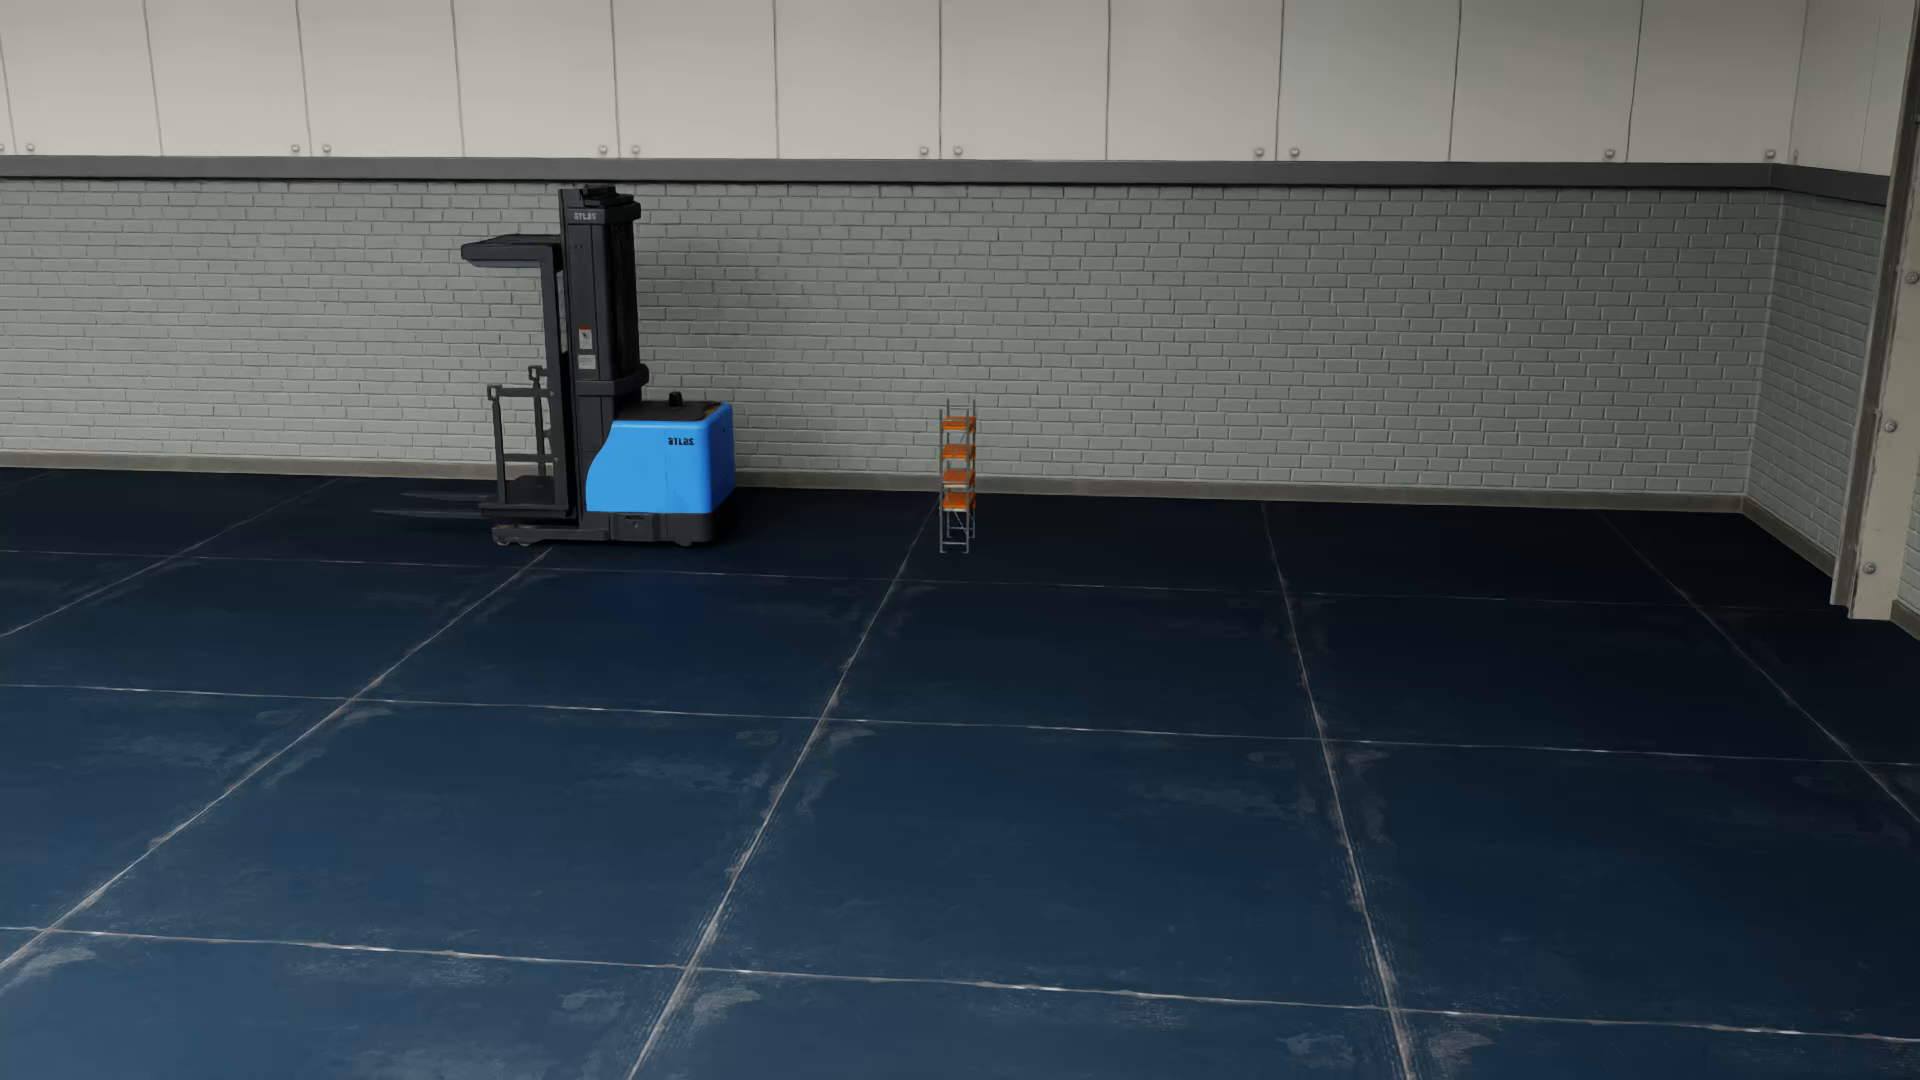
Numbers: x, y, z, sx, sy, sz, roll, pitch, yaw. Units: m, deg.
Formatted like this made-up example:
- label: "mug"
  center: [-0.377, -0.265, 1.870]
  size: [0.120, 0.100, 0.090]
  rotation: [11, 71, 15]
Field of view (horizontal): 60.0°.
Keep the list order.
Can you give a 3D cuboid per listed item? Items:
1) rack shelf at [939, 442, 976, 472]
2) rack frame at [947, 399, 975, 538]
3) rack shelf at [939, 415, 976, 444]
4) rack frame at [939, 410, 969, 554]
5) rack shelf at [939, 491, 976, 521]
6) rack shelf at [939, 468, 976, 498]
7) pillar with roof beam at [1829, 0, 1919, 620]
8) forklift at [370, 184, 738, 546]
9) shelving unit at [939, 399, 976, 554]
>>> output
- label: "rack shelf"
  center: [-0.019, -0.687, 13.806]
  size: [0.258, 0.148, 0.480]
  rotation: [2, 15, 6]
- label: "rack frame"
  center: [0.009, -0.600, 14.081]
  size: [0.240, 1.200, 0.015]
  rotation: [2, 15, 6]
- label: "rack shelf"
  center: [-0.019, -0.916, 13.744]
  size: [0.258, 0.148, 0.480]
  rotation: [2, 15, 6]
- label: "rack frame"
  center: [-0.046, -0.473, 13.613]
  size: [0.240, 1.200, 0.015]
  rotation: [2, 15, 6]
- label: "rack shelf"
  center: [-0.019, -0.280, 13.916]
  size: [0.258, 0.148, 0.480]
  rotation: [2, 15, 6]
- label: "rack shelf"
  center: [-0.019, -0.471, 13.864]
  size: [0.258, 0.148, 0.480]
  rotation: [2, 15, 6]
- label: "pillar with roof beam"
  center: [2.352, -3.948, 11.523]
  size: [9.100, 9.000, 0.400]
  rotation: [2, 15, 6]
- label: "forklift"
  center: [-3.517, -1.499, 14.092]
  size: [3.031, 2.935, 1.130]
  rotation: [1, 15, 5]
- label: "shelving unit"
  center: [-0.019, -0.536, 13.847]
  size: [0.258, 1.200, 0.503]
  rotation: [2, 15, 6]
